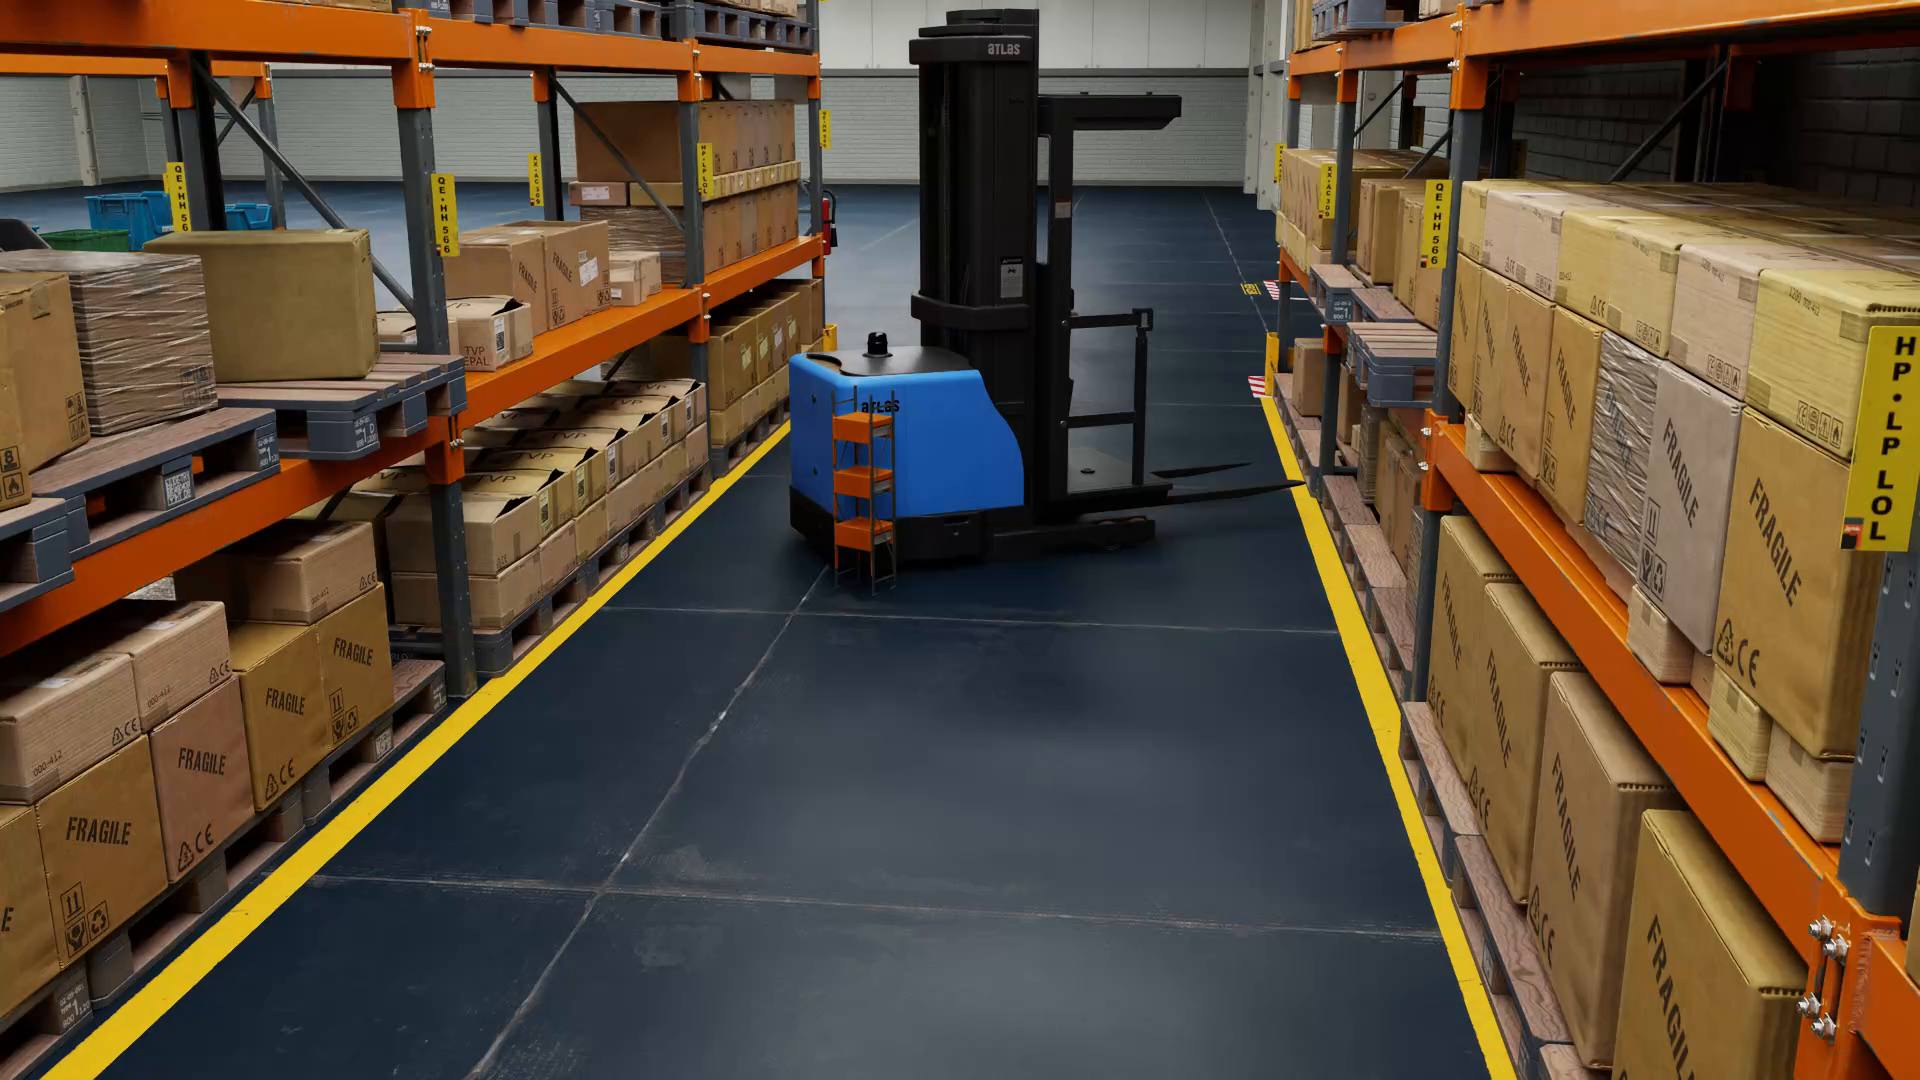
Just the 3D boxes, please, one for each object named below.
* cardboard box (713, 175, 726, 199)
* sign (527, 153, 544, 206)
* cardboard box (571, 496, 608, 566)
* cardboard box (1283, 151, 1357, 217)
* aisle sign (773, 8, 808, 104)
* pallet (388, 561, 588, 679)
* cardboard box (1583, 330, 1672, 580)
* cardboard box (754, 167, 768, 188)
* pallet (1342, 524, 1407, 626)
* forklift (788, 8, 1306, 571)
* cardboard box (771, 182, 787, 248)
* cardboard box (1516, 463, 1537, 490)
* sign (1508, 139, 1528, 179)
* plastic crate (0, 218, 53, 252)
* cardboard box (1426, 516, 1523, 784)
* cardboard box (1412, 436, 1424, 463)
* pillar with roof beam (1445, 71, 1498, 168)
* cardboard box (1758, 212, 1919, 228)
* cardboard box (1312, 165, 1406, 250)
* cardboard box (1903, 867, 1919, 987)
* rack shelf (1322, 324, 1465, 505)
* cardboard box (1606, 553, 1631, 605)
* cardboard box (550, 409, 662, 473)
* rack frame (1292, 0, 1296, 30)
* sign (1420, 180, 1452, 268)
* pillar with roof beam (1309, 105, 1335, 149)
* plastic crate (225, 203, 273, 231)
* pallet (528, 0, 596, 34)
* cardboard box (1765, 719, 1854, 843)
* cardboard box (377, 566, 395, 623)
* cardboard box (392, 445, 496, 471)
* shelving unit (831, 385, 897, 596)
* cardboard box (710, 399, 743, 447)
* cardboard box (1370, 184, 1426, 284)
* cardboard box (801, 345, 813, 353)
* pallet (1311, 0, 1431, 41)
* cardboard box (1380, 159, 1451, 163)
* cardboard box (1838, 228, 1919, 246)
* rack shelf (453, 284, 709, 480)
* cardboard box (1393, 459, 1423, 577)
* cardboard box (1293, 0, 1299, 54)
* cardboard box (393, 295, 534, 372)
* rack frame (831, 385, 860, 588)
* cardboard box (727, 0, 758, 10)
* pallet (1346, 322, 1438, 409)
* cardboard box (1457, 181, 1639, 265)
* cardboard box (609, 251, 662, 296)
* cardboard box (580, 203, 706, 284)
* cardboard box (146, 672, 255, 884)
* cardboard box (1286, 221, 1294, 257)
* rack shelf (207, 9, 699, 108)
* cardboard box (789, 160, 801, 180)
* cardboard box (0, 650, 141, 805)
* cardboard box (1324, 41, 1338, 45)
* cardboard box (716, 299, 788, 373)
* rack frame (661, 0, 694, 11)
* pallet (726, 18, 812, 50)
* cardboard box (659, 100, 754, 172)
[{"bbox_3d":[-1.842,-2.453,11.553,0.380,0.149,0.250,2,15,6],"label":"cardboard box"},{"bbox_3d":[-2.701,-2.300,10.610,0.100,0.325,0.005,2,15,6],"label":"sign"},{"bbox_3d":[-2.141,-0.058,8.593,0.500,0.250,0.500,1,15,5],"label":"cardboard box"},{"bbox_3d":[2.807,-2.776,12.996,0.500,0.500,0.500,2,15,6],"label":"cardboard box"},{"bbox_3d":[-1.398,-4.128,14.203,0.394,0.787,0.004,2,15,6],"label":"aisle sign"},{"bbox_3d":[-2.469,0.344,7.987,1.003,0.211,1.213,2,15,6],"label":"pallet"},{"bbox_3d":[1.785,-0.199,3.852,0.500,0.500,0.500,2,15,6],"label":"cardboard box"},{"bbox_3d":[-1.696,-2.786,12.784,0.380,0.149,0.250,2,15,8],"label":"cardboard box"},{"bbox_3d":[2.552,0.183,8.582,1.003,0.211,1.213,2,15,6],"label":"pallet"},{"bbox_3d":[0.576,-1.477,9.509,3.031,2.935,1.130,-6,16,-22],"label":"forklift"},{"bbox_3d":[-1.817,-2.656,13.547,0.700,0.500,0.500,2,15,8],"label":"cardboard box"},{"bbox_3d":[1.998,-0.255,5.300,0.380,0.149,0.250,2,15,6],"label":"cardboard box"},{"bbox_3d":[3.325,-2.226,9.930,0.100,0.325,0.005,2,15,6],"label":"sign"},{"bbox_3d":[-6.885,-2.076,11.714,0.767,0.338,0.504,2,15,6],"label":"plastic crate"},{"bbox_3d":[2.109,0.377,5.836,0.750,0.750,0.750,1,15,6],"label":"cardboard box"},{"bbox_3d":[2.531,-0.481,8.203,0.500,0.250,0.500,2,15,6],"label":"cardboard box"},{"bbox_3d":[-0.272,-5.536,12.895,9.100,9.000,0.400,2,15,6],"label":"pillar with roof beam"},{"bbox_3d":[2.349,-0.684,4.209,0.500,0.250,0.500,1,15,5],"label":"cardboard box"},{"bbox_3d":[2.520,-2.114,10.544,0.500,0.500,0.500,2,15,6],"label":"cardboard box"},{"bbox_3d":[1.793,0.388,1.907,0.980,0.700,0.700,2,15,7],"label":"cardboard box"},{"bbox_3d":[2.548,-0.817,8.314,1.077,0.370,4.000,2,15,6],"label":"rack shelf"},{"bbox_3d":[1.815,0.080,4.064,0.380,0.149,0.250,1,15,5],"label":"cardboard box"},{"bbox_3d":[-2.021,-0.596,9.507,0.500,0.311,0.500,2,15,6],"label":"cardboard box"},{"bbox_3d":[3.225,-5.616,13.192,1.000,3.000,0.127,2,15,6],"label":"rack frame"},{"bbox_3d":[1.782,-1.179,6.211,0.100,0.325,0.005,2,15,6],"label":"sign"},{"bbox_3d":[1.082,-8.648,24.405,9.100,9.000,0.400,2,15,6],"label":"pillar with roof beam"},{"bbox_3d":[-6.378,-2.801,14.561,0.499,0.251,0.616,2,15,6],"label":"plastic crate"},{"bbox_3d":[-2.489,-2.616,8.204,1.003,0.211,1.213,2,15,9],"label":"pallet"},{"bbox_3d":[1.628,0.408,2.850,0.380,0.149,0.250,2,15,7],"label":"cardboard box"},{"bbox_3d":[-2.783,0.191,7.673,0.500,0.250,0.500,2,15,8],"label":"cardboard box"},{"bbox_3d":[-2.674,-0.345,8.581,0.500,0.311,0.500,2,15,6],"label":"cardboard box"},{"bbox_3d":[-0.494,-0.256,8.599,0.252,1.050,0.215,10,18,34],"label":"shelving unit"},{"bbox_3d":[-1.795,-0.814,11.390,0.500,0.250,0.500,2,15,6],"label":"cardboard box"},{"bbox_3d":[2.612,-1.668,9.048,0.700,0.500,0.500,3,15,12],"label":"cardboard box"},{"bbox_3d":[-1.509,-1.463,13.787,0.500,0.250,0.500,2,15,6],"label":"cardboard box"},{"bbox_3d":[2.598,-2.883,9.191,1.213,0.211,1.003,2,15,6],"label":"pallet"},{"bbox_3d":[3.158,-2.361,11.458,0.500,0.500,0.500,2,15,8],"label":"cardboard box"},{"bbox_3d":[2.286,-0.549,3.709,0.500,0.250,0.500,1,15,4],"label":"cardboard box"},{"bbox_3d":[-2.375,-0.962,8.850,1.077,0.370,4.000,2,15,6],"label":"rack shelf"},{"bbox_3d":[2.553,-0.099,8.228,0.700,0.500,0.500,2,15,6],"label":"cardboard box"},{"bbox_3d":[2.939,-4.147,13.274,0.500,0.500,0.500,2,15,8],"label":"cardboard box"},{"bbox_3d":[-2.307,-0.973,7.686,0.500,0.311,0.500,2,15,6],"label":"cardboard box"},{"bbox_3d":[-0.594,-0.275,8.666,0.008,1.050,0.200,10,18,34],"label":"rack frame"},{"bbox_3d":[-1.838,-4.019,11.762,0.797,0.503,0.637,3,16,12],"label":"cardboard box"},{"bbox_3d":[2.297,-0.741,7.022,1.213,0.211,1.003,2,15,6],"label":"pallet"},{"bbox_3d":[2.011,-1.091,5.714,0.500,0.250,0.500,2,15,8],"label":"cardboard box"},{"bbox_3d":[-2.161,-1.626,10.217,0.500,0.250,0.500,3,15,10],"label":"cardboard box"},{"bbox_3d":[-2.105,-1.991,11.087,0.700,0.500,0.500,1,15,5],"label":"cardboard box"},{"bbox_3d":[-2.584,0.724,5.183,0.500,0.500,0.500,1,15,4],"label":"cardboard box"},{"bbox_3d":[2.747,-2.273,12.571,0.500,0.250,0.500,1,15,5],"label":"cardboard box"},{"bbox_3d":[-2.375,-2.410,8.458,1.077,0.370,4.000,2,15,6],"label":"rack shelf"},{"bbox_3d":[-1.551,-3.122,14.026,0.380,0.149,0.250,1,15,5],"label":"cardboard box"},{"bbox_3d":[-2.642,0.502,4.568,0.500,0.250,0.500,2,15,6],"label":"cardboard box"},{"bbox_3d":[2.655,-3.458,10.726,0.500,0.500,0.500,0,15,2],"label":"cardboard box"},{"bbox_3d":[-1.618,-1.565,12.730,0.500,0.500,0.500,2,15,6],"label":"cardboard box"},{"bbox_3d":[-2.149,-4.724,9.891,1.000,3.000,0.127,2,15,6],"label":"rack frame"},{"bbox_3d":[-1.803,-4.088,13.455,1.003,0.211,1.213,2,15,6],"label":"pallet"},{"bbox_3d":[-1.935,-3.008,12.362,0.700,0.500,0.500,2,15,6],"label":"cardboard box"}]
